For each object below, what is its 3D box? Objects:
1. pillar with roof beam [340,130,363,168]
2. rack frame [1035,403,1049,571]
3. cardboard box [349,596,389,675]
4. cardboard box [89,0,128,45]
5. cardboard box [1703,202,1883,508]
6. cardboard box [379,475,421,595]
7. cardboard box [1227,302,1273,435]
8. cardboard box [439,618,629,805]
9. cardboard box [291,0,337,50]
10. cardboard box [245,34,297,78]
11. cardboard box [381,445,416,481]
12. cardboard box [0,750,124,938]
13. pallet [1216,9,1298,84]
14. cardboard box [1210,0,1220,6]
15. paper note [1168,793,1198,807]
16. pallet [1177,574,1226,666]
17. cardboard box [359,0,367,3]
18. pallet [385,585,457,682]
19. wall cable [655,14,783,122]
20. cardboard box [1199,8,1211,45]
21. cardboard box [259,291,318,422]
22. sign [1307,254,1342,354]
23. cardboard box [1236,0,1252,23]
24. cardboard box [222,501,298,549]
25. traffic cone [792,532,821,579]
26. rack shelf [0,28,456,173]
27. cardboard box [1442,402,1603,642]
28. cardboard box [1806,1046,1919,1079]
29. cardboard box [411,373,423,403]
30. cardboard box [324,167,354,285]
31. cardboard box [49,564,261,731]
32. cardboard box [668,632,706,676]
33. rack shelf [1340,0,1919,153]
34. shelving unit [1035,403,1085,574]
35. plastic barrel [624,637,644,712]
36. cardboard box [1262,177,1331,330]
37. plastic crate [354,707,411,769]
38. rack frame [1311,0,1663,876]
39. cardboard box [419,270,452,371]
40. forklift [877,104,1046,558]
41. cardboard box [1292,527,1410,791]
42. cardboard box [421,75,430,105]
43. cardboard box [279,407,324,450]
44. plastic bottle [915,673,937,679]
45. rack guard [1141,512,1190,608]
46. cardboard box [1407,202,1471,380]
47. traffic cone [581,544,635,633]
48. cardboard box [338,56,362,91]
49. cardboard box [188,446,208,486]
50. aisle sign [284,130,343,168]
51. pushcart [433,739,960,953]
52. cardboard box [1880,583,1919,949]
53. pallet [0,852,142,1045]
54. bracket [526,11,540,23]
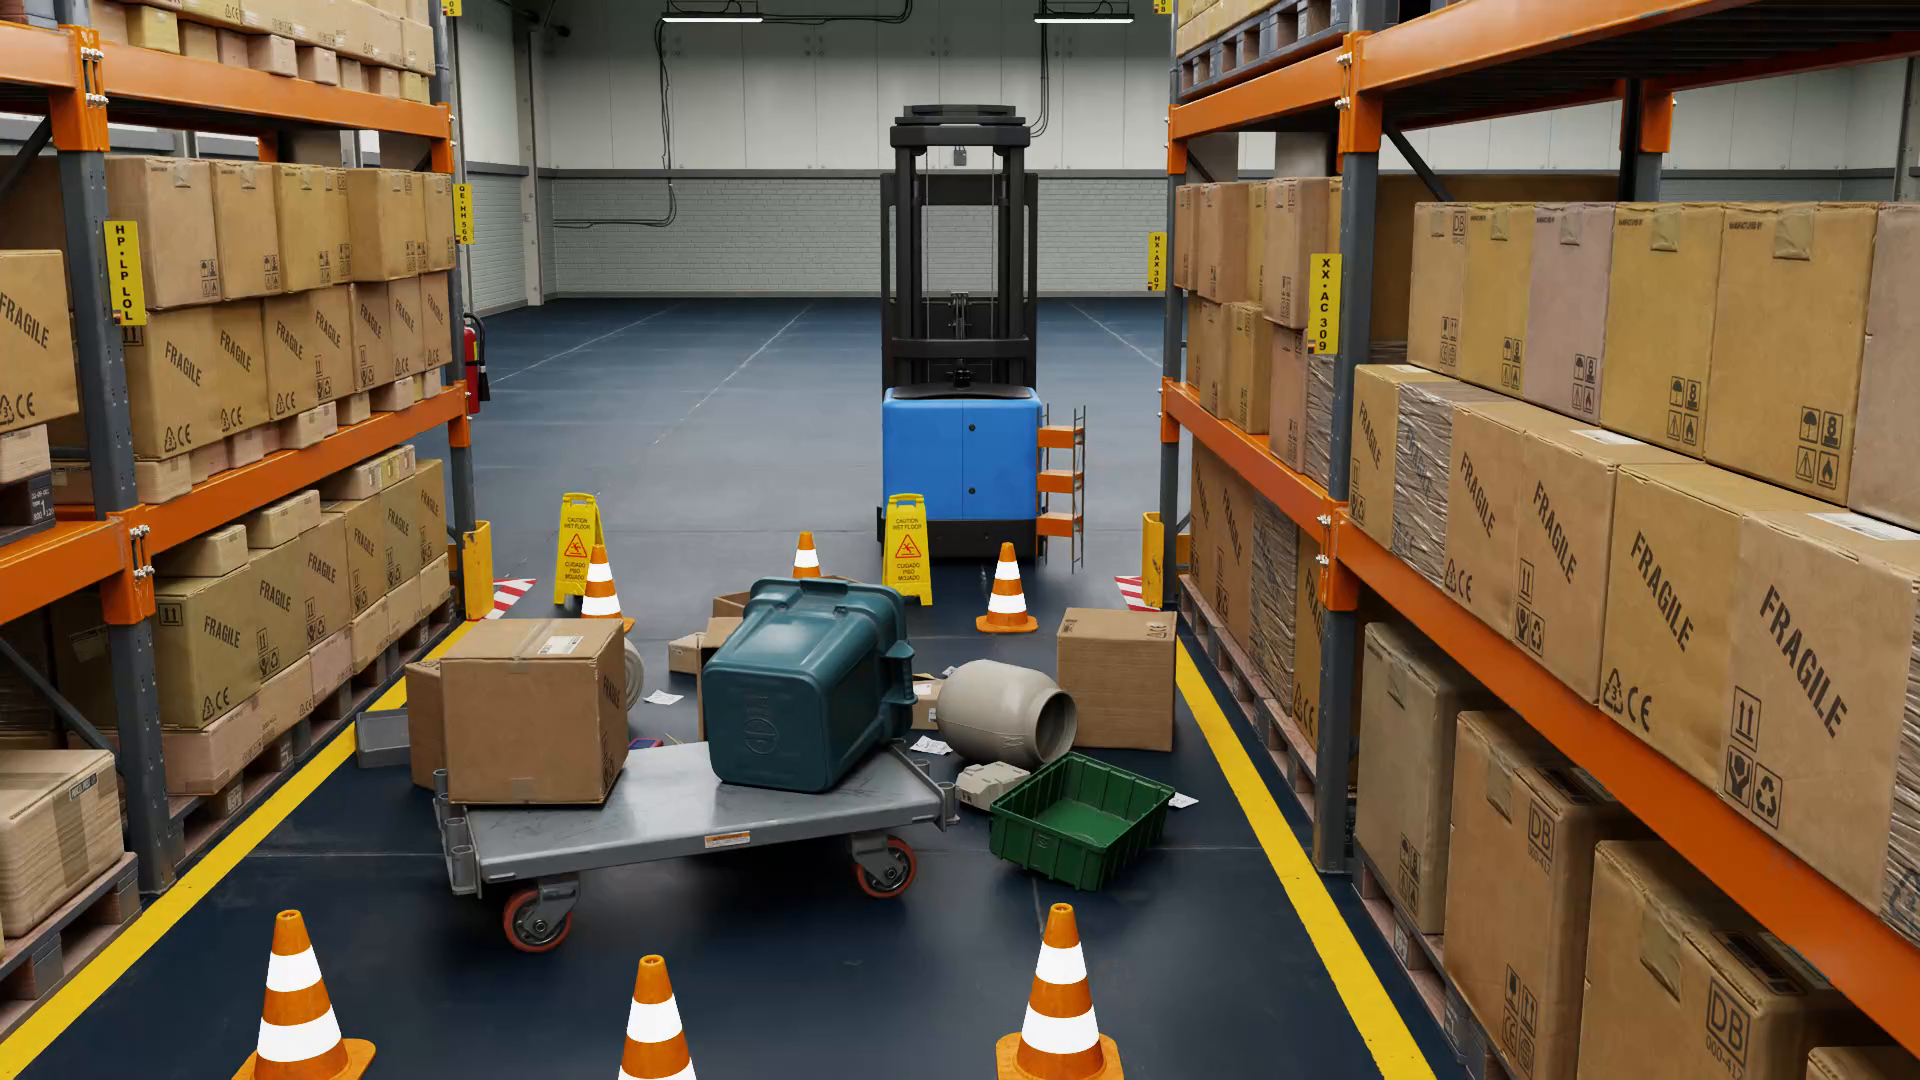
[{"bbox_3d":[-5.197,-7.441,25.605,9.100,9.000,0.400,0,11,-1],"label":"pillar with roof beam"},{"bbox_3d":[0.523,-0.335,10.571,0.008,1.050,0.200,5,12,22],"label":"rack frame"},{"bbox_3d":[-2.975,0.440,7.707,0.500,0.250,0.500,-1,11,-3],"label":"cardboard box"},{"bbox_3d":[-2.956,-1.684,5.403,0.380,0.149,0.250,0,11,-2],"label":"cardboard box"},{"bbox_3d":[1.809,-0.350,2.972,0.700,0.500,0.500,0,11,-2],"label":"cardboard box"},{"bbox_3d":[-2.988,-0.032,8.148,0.500,0.500,0.500,0,11,1],"label":"cardboard box"},{"bbox_3d":[1.692,-0.783,7.496,0.875,0.550,0.500,0,11,-1],"label":"cardboard box"},{"bbox_3d":[-1.418,0.567,5.601,0.500,0.500,0.500,0,11,-1],"label":"cardboard box"},{"bbox_3d":[-2.962,-2.207,6.977,0.500,0.250,0.500,0,11,-1],"label":"cardboard box"},{"bbox_3d":[-2.897,-1.940,6.665,0.380,0.149,0.250,0,11,-2],"label":"cardboard box"},{"bbox_3d":[-2.927,-0.381,8.237,0.380,0.149,0.250,0,11,0],"label":"cardboard box"},{"bbox_3d":[-3.183,0.913,5.068,0.950,0.372,0.625,0,11,0],"label":"cardboard box"},{"bbox_3d":[1.721,-2.145,7.267,1.003,0.211,1.213,0,11,-1],"label":"pallet"},{"bbox_3d":[1.444,-2.608,7.647,0.500,0.250,0.500,0,11,-2],"label":"cardboard box"},{"bbox_3d":[0.831,1.011,6.498,0.147,0.020,0.142,-10,15,-40],"label":"paper note"},{"bbox_3d":[1.762,0.416,8.977,1.003,0.211,1.213,0,11,-1],"label":"pallet"},{"bbox_3d":[-3.033,-2.588,7.851,0.380,0.149,0.250,0,11,-1],"label":"cardboard box"},{"bbox_3d":[-3.296,0.475,8.688,1.003,0.211,1.213,0,11,-1],"label":"pallet"},{"bbox_3d":[-5.783,-11.364,40.050,3.097,2.526,0.112,0,11,-1],"label":"wall cable"},{"bbox_3d":[1.370,-2.490,8.070,0.380,0.149,0.250,0,11,-1],"label":"cardboard box"},{"bbox_3d":[-2.958,-0.756,6.744,0.500,0.500,0.500,0,11,-2],"label":"cardboard box"},{"bbox_3d":[1.195,-0.774,5.455,0.100,0.325,0.005,0,11,-1],"label":"sign"},{"bbox_3d":[1.391,-2.290,7.083,0.380,0.149,0.250,0,11,-1],"label":"cardboard box"},{"bbox_3d":[-2.894,-0.063,6.666,0.380,0.149,0.250,0,11,1],"label":"cardboard box"},{"bbox_3d":[-0.878,0.183,9.495,0.336,0.463,0.334,0,11,-1],"label":"traffic cone"},{"bbox_3d":[-3.238,-1.789,7.096,1.077,0.370,4.000,0,11,-1],"label":"rack shelf"},{"bbox_3d":[1.511,-0.057,4.047,0.500,0.500,0.500,0,11,-1],"label":"cardboard box"},{"bbox_3d":[1.910,1.257,2.423,1.050,0.750,0.750,0,11,-2],"label":"cardboard box"},{"bbox_3d":[-2.958,-0.771,8.447,0.380,0.149,0.250,0,11,-2],"label":"cardboard box"},{"bbox_3d":[-3.063,-1.351,7.162,0.700,0.500,0.500,0,11,-2],"label":"cardboard box"},{"bbox_3d":[-2.939,0.382,6.103,0.500,0.500,0.500,0,11,2],"label":"cardboard box"},{"bbox_3d":[-1.233,0.581,8.323,0.380,0.149,0.250,6,13,28],"label":"cardboard box"},{"bbox_3d":[1.791,-1.034,3.376,1.077,0.370,4.000,0,11,-1],"label":"rack shelf"},{"bbox_3d":[0.635,-0.326,10.525,0.252,1.050,0.215,5,12,22],"label":"shelving unit"},{"bbox_3d":[-1.723,0.598,7.545,0.512,0.421,0.421,9,15,38],"label":"plastic barrel"},{"bbox_3d":[1.649,-1.099,6.338,0.875,0.550,0.550,0,11,-1],"label":"cardboard box"},{"bbox_3d":[-2.409,0.842,7.208,0.402,0.080,0.583,-4,12,-21],"label":"plastic crate"},{"bbox_3d":[1.750,-0.314,5.562,1.000,3.000,0.127,0,11,-1],"label":"rack frame"},{"bbox_3d":[-2.993,-1.157,8.716,0.500,0.500,0.500,0,11,-2],"label":"cardboard box"},{"bbox_3d":[-0.013,-1.560,11.878,1.130,2.935,3.031,0,11,-1],"label":"forklift"},{"bbox_3d":[1.807,0.396,6.349,0.875,0.875,0.875,0,11,0],"label":"cardboard box"},{"bbox_3d":[-2.992,-2.346,8.665,0.380,0.149,0.250,0,11,-1],"label":"cardboard box"},{"bbox_3d":[-2.900,-0.469,6.956,0.380,0.149,0.250,0,11,-1],"label":"cardboard box"},{"bbox_3d":[-0.156,0.703,7.939,0.133,0.061,0.283,-4,12,-21],"label":"plastic bottle"},{"bbox_3d":[1.667,0.111,9.753,1.175,0.500,0.348,0,11,-1],"label":"rack guard"},{"bbox_3d":[1.766,-0.754,4.966,0.700,0.500,0.500,0,11,-2],"label":"cardboard box"},{"bbox_3d":[-1.981,0.255,9.139,0.336,0.463,0.334,0,11,-1],"label":"traffic cone"},{"bbox_3d":[-2.992,-2.143,7.668,0.380,0.149,0.250,0,11,-2],"label":"cardboard box"},{"bbox_3d":[-2.940,-0.264,5.949,0.380,0.149,0.250,0,11,0],"label":"cardboard box"},{"bbox_3d":[-3.591,-2.354,9.078,0.394,0.787,0.004,0,11,-1],"label":"aisle sign"},{"bbox_3d":[-0.918,0.992,5.719,1.648,0.377,0.936,-4,12,-21],"label":"pushcart"},{"bbox_3d":[1.555,0.344,2.069,0.500,0.500,0.500,0,11,-1],"label":"cardboard box"},{"bbox_3d":[-3.179,1.248,4.877,1.003,0.211,1.213,0,11,-1],"label":"pallet"},{"bbox_3d":[-9.385,-11.492,36.518,0.235,0.232,0.430,0,11,-1],"label":"bracket"}]
